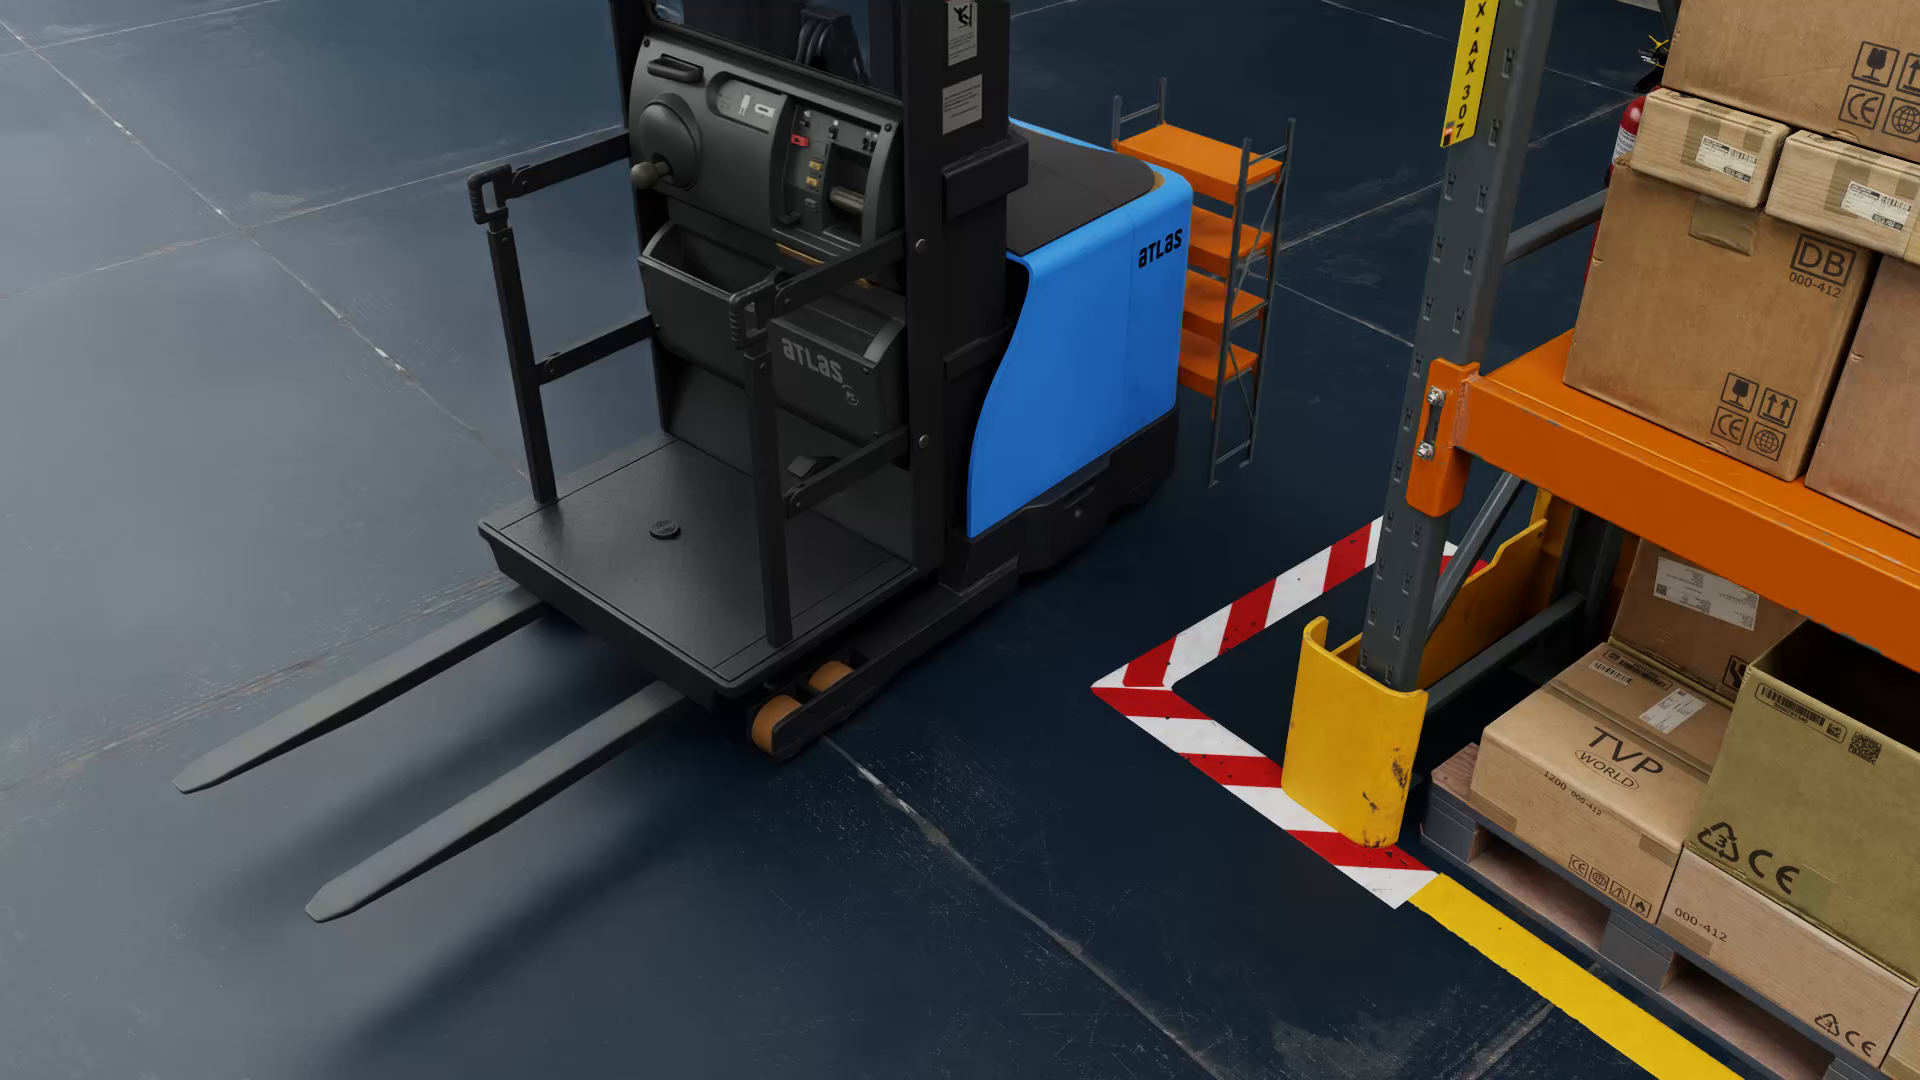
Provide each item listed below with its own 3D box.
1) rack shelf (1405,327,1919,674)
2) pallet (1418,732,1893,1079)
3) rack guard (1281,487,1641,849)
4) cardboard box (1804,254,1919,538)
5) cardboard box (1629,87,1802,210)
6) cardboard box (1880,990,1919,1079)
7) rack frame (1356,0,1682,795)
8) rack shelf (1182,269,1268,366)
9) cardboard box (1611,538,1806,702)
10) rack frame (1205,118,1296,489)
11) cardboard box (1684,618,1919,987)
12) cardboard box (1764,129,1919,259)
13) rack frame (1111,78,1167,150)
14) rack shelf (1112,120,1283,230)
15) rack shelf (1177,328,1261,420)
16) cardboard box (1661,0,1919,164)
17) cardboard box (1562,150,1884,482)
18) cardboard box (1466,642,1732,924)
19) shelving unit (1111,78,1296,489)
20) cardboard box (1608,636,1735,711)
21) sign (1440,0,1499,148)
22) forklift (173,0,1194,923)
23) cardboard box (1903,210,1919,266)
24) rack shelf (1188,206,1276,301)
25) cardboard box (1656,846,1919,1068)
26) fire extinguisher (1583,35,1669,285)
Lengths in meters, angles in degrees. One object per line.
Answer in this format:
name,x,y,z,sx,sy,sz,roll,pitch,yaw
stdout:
rack shelf,2.675,0.458,2.631,1.077,0.370,4.000,-26,43,-32
pallet,1.910,0.741,4.021,1.003,0.211,1.213,-26,43,-32
rack guard,1.369,0.291,4.407,1.175,0.500,0.348,-26,43,-32
cardboard box,2.019,-0.319,3.018,0.700,0.500,0.500,-25,42,-31
cardboard box,1.474,-0.771,3.095,0.380,0.149,0.250,-26,43,-32
cardboard box,2.209,0.992,3.270,0.500,0.250,0.500,-26,43,-32
rack frame,1.385,-0.719,3.670,1.000,3.000,0.127,-26,43,-32
rack shelf,0.729,-0.755,5.392,0.480,0.148,0.258,30,44,35
cardboard box,1.958,0.052,3.949,0.500,0.500,0.500,-26,43,-32
rack frame,0.904,-0.712,5.214,0.015,1.200,0.240,30,44,35
cardboard box,1.885,0.466,3.364,0.500,0.500,0.500,-26,43,-32
cardboard box,1.646,-0.655,2.932,0.380,0.149,0.250,-27,43,-33
rack frame,0.556,-0.909,5.494,0.015,1.200,0.240,30,44,35
rack shelf,0.732,-1.133,5.129,0.480,0.148,0.258,30,44,35
rack shelf,0.728,-0.593,5.506,0.480,0.148,0.258,30,44,35
cardboard box,1.710,-1.055,2.935,0.700,0.500,0.500,-26,43,-32
cardboard box,1.676,-0.549,3.343,0.700,0.500,0.500,-26,43,-32
cardboard box,1.561,0.552,3.892,0.500,0.250,0.500,-26,43,-32
shelving unit,0.730,-0.811,5.354,0.503,1.200,0.258,30,44,35
cardboard box,1.957,0.358,4.164,0.500,0.250,0.500,-26,43,-32
sign,0.957,-0.900,3.108,0.100,0.325,0.005,-26,43,-32
forklift,-0.652,-0.947,4.052,1.130,2.935,3.031,27,44,33
cardboard box,1.806,-0.545,2.776,0.380,0.149,0.250,-26,43,-32
rack shelf,0.731,-0.939,5.264,0.480,0.148,0.258,30,44,35
cardboard box,1.886,0.771,3.582,0.500,0.250,0.500,-26,43,-32
fire extinguisher,1.663,-0.913,4.010,0.296,0.674,0.183,-26,43,-32
